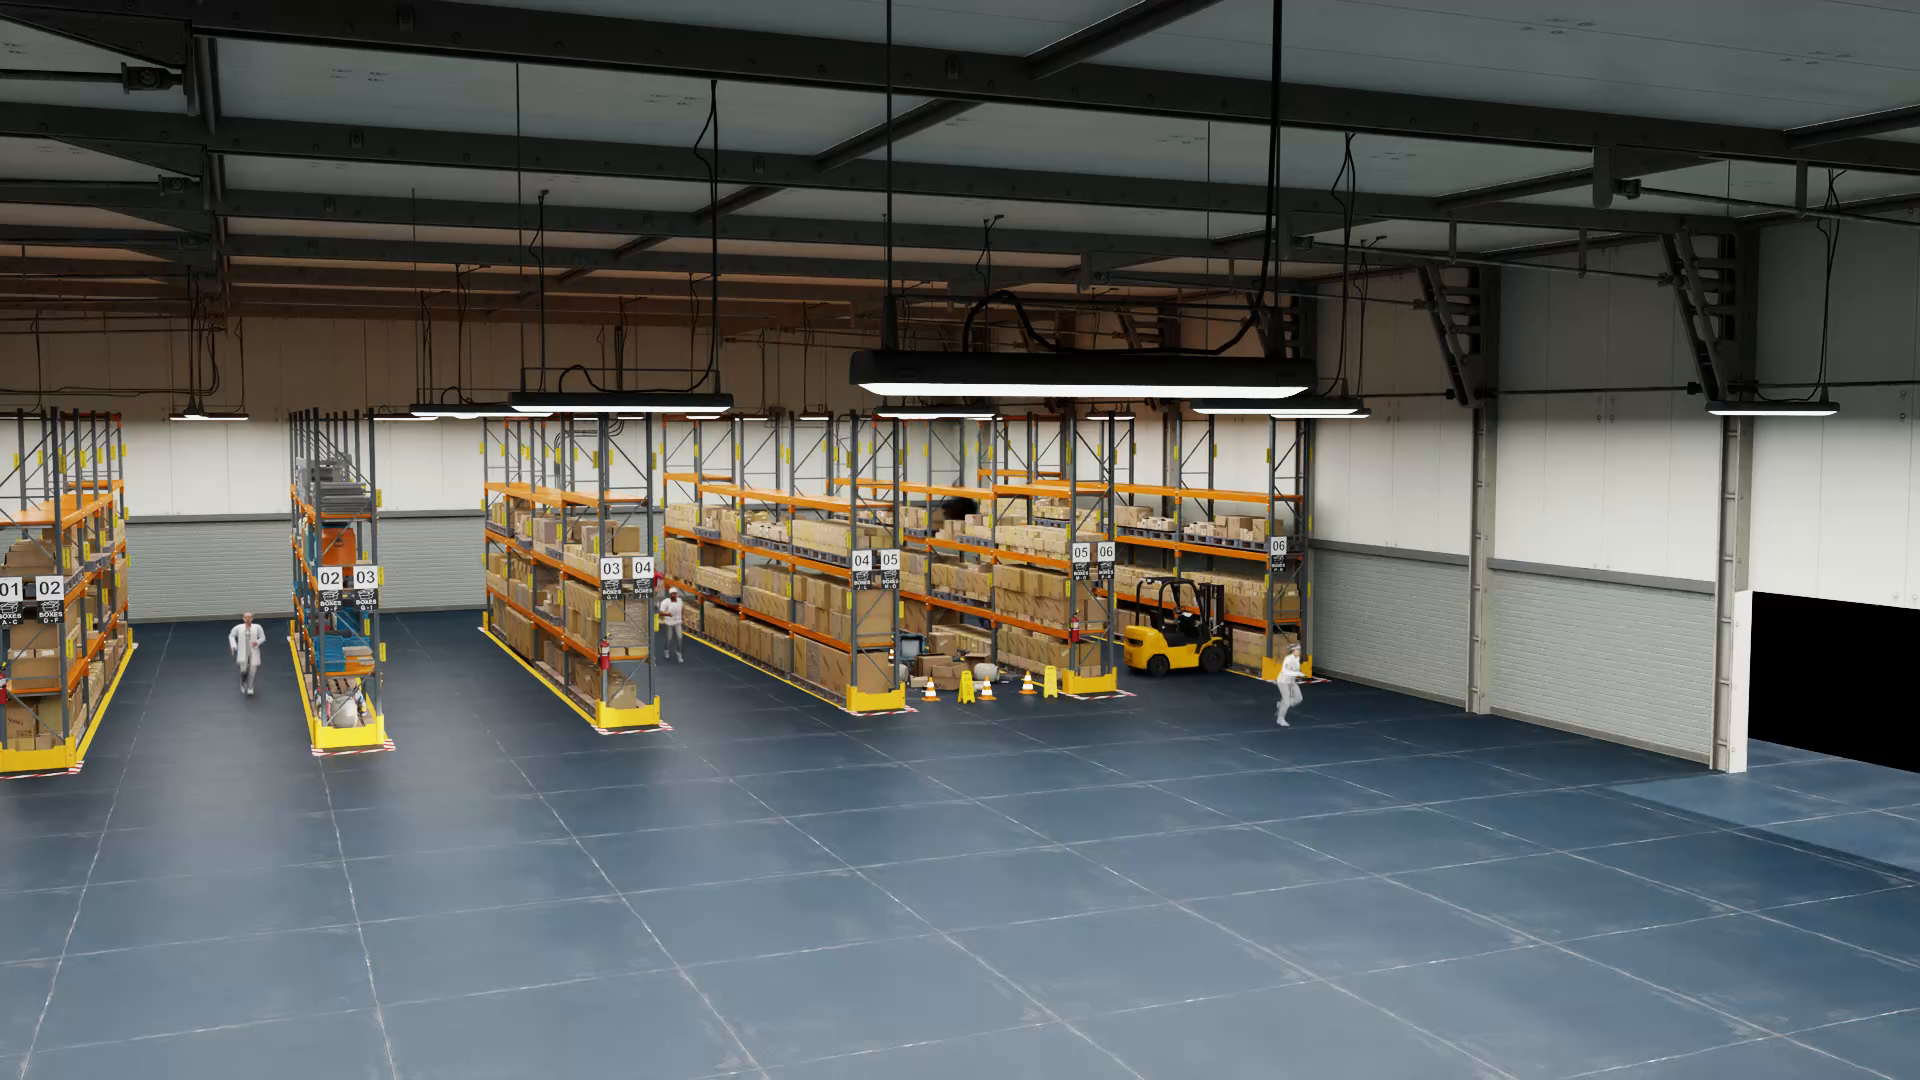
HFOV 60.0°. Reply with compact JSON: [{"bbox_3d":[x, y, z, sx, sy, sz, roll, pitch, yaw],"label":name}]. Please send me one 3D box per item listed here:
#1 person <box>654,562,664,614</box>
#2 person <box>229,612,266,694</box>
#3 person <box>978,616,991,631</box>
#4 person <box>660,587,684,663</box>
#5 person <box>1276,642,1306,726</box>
[{"bbox_3d":[-8.975,1.477,48.524,0.937,1.672,0.721,-3,5,-41],"label":"person"},{"bbox_3d":[-14.964,2.507,34.983,0.687,1.508,0.650,-2,4,-26],"label":"person"},{"bbox_3d":[0.714,1.783,44.856,0.626,1.631,0.637,-2,4,-22],"label":"person"},{"bbox_3d":[-6.934,2.027,40.043,0.640,1.796,0.890,-2,4,-25],"label":"person"},{"bbox_3d":[6.260,2.726,31.413,0.597,1.628,0.660,-4,5,-43],"label":"person"}]
